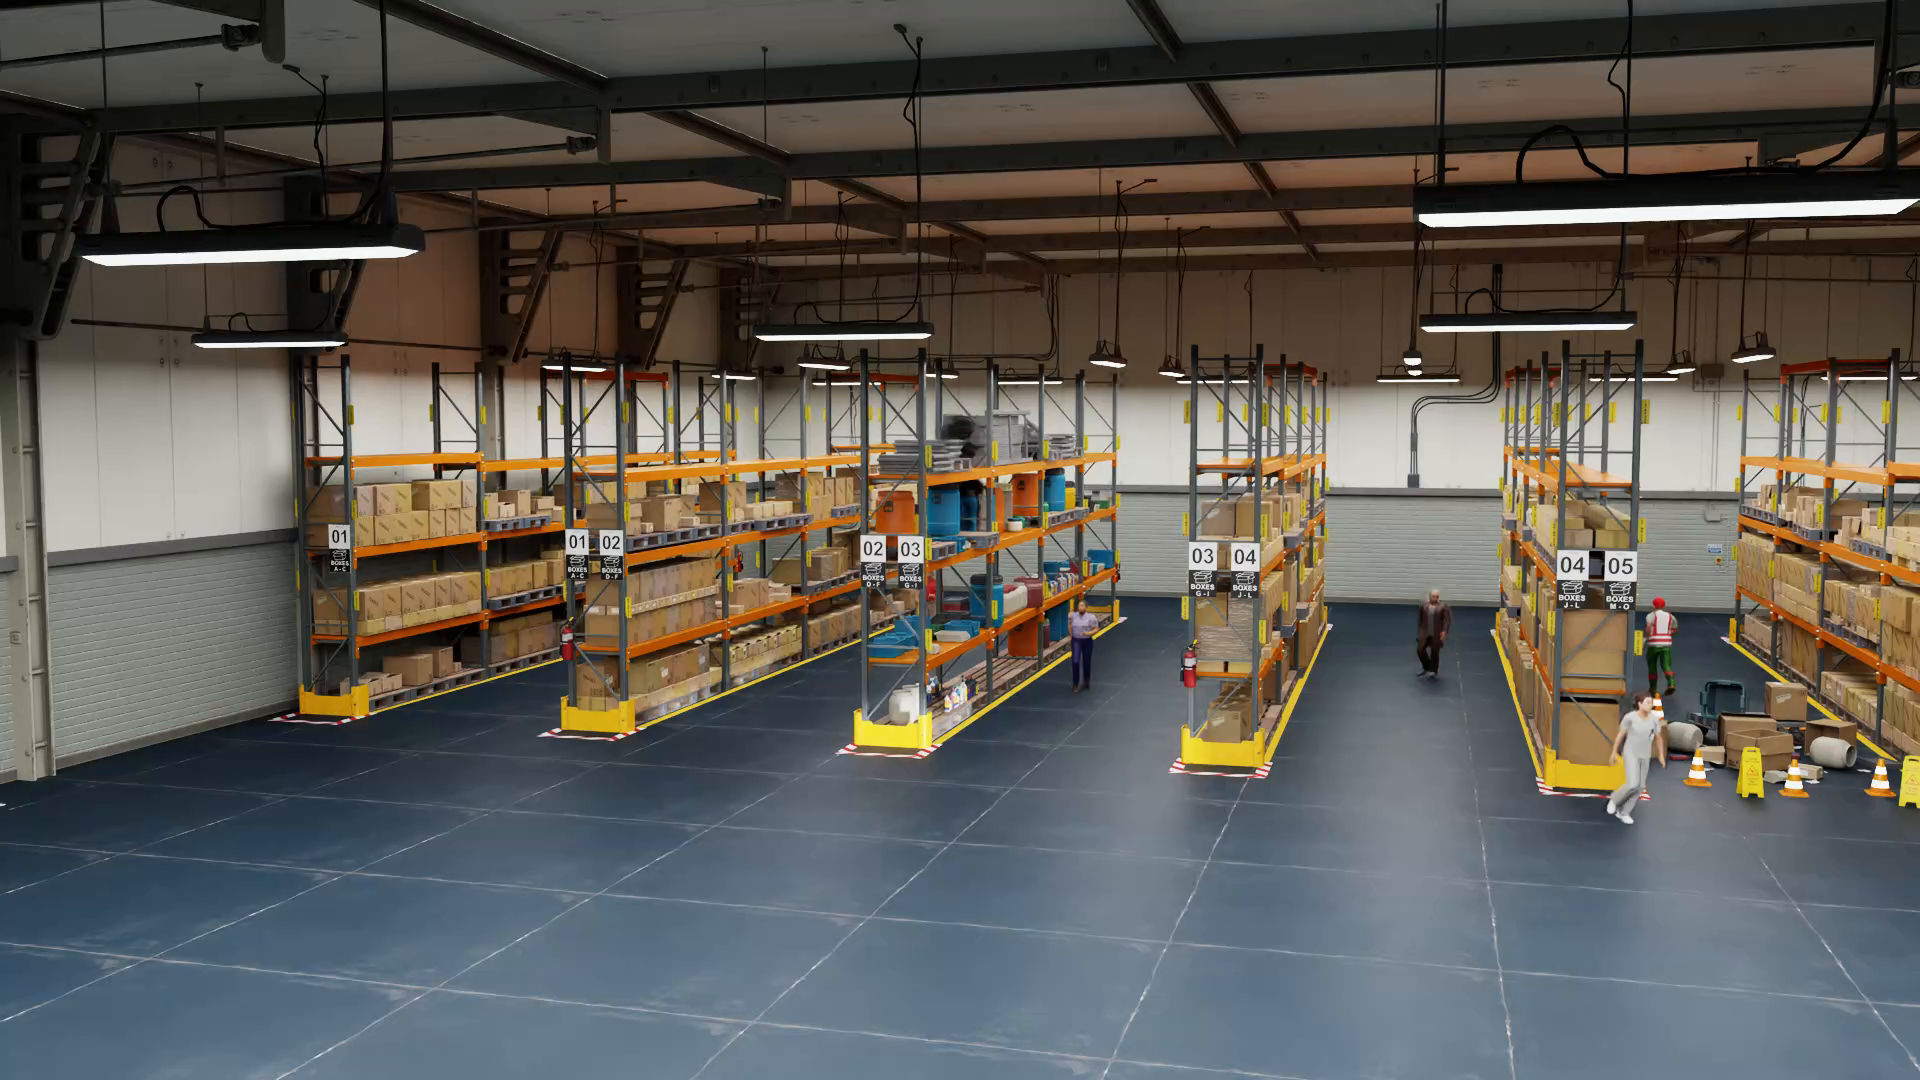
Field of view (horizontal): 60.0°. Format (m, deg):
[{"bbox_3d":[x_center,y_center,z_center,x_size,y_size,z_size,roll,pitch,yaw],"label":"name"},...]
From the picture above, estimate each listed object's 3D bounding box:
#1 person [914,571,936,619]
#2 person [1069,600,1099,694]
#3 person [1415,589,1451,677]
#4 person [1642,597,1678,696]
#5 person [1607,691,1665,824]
[{"bbox_3d":[-0.699,1.469,35.826,0.644,1.767,0.736,0,4,6],"label":"person"},{"bbox_3d":[2.240,1.927,30.159,0.567,1.704,0.799,1,4,9],"label":"person"},{"bbox_3d":[8.952,1.768,31.454,0.697,1.721,0.782,2,5,29],"label":"person"},{"bbox_3d":[12.479,1.908,29.591,0.677,1.754,0.950,0,4,3],"label":"person"},{"bbox_3d":[8.276,2.661,20.366,0.566,1.648,0.535,-1,4,-11],"label":"person"}]
